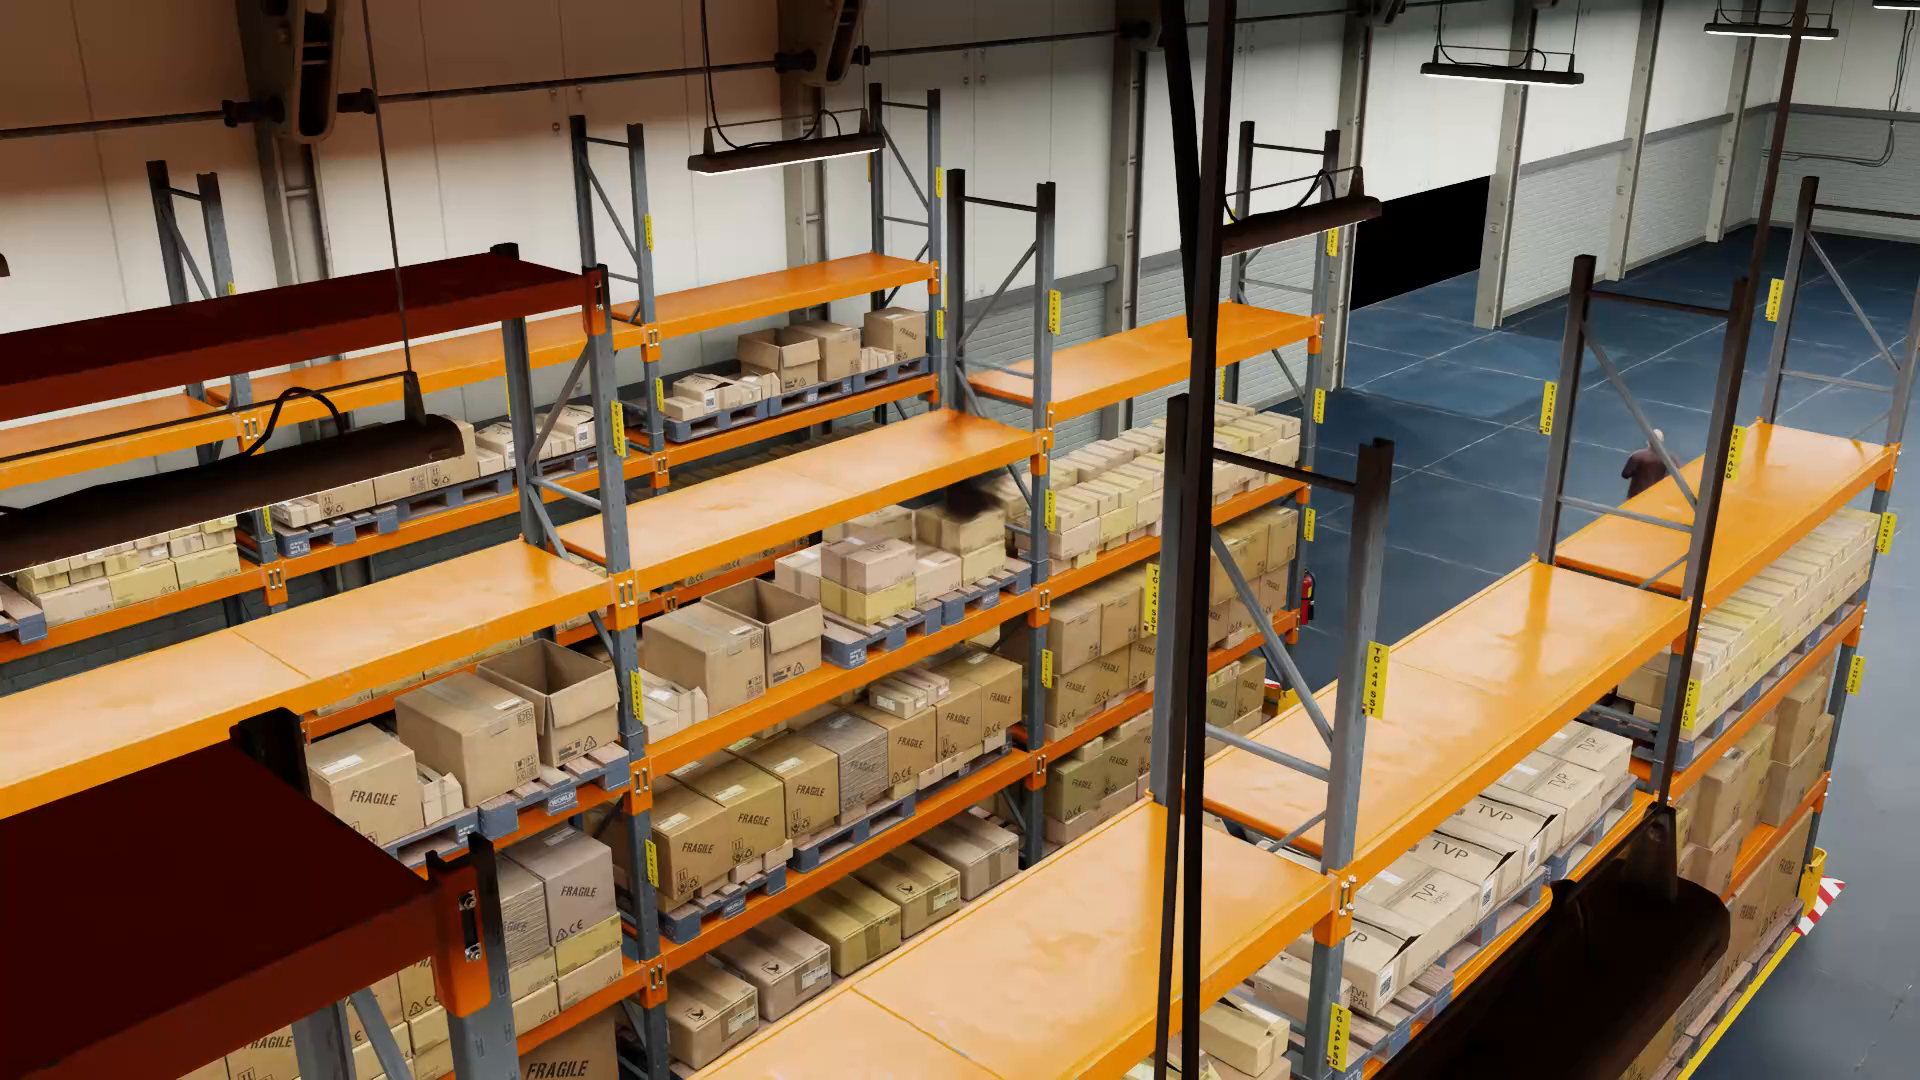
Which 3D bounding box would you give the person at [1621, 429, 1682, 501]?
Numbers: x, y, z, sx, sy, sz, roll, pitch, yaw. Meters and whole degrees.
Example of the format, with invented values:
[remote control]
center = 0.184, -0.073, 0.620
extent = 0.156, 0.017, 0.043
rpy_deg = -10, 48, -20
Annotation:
[person]
center = 8.627, -0.525, 20.902
extent = 0.705, 1.792, 0.922
rpy_deg = 0, 21, 1
